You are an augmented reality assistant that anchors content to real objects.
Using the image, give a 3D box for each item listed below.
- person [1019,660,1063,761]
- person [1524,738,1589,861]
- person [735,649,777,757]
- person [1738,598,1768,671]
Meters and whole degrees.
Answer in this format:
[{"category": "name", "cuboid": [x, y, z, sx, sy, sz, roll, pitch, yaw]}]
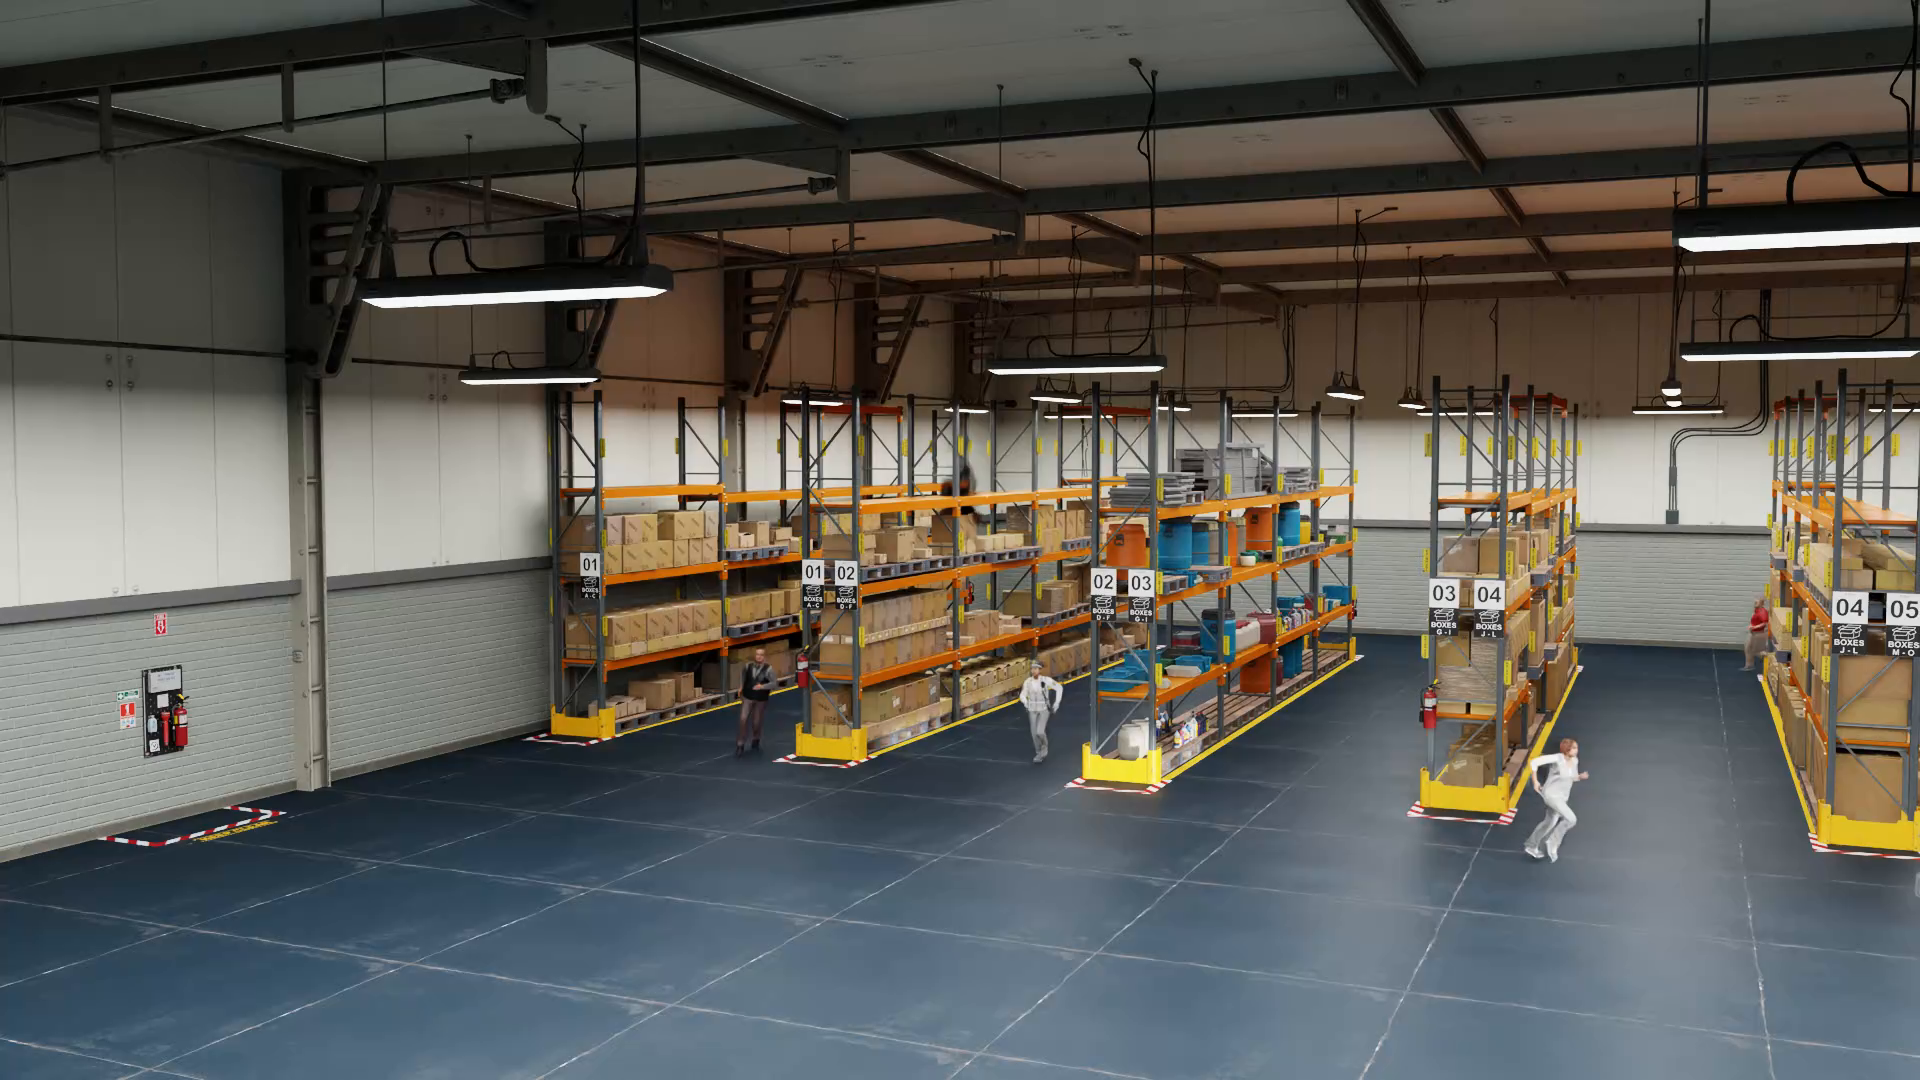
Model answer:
[{"category": "person", "cuboid": [1.256, 2.715, 26.326, 0.634, 1.643, 0.729, 1, 3, 23]}, {"category": "person", "cuboid": [7.156, 3.109, 19.980, 0.526, 1.523, 0.823, -2, 4, -38]}, {"category": "person", "cuboid": [-3.334, 2.641, 27.335, 0.658, 1.723, 0.898, 0, 3, 3]}, {"category": "person", "cuboid": [17.812, 2.131, 36.966, 0.846, 1.688, 0.705, 1, 3, 20]}]
